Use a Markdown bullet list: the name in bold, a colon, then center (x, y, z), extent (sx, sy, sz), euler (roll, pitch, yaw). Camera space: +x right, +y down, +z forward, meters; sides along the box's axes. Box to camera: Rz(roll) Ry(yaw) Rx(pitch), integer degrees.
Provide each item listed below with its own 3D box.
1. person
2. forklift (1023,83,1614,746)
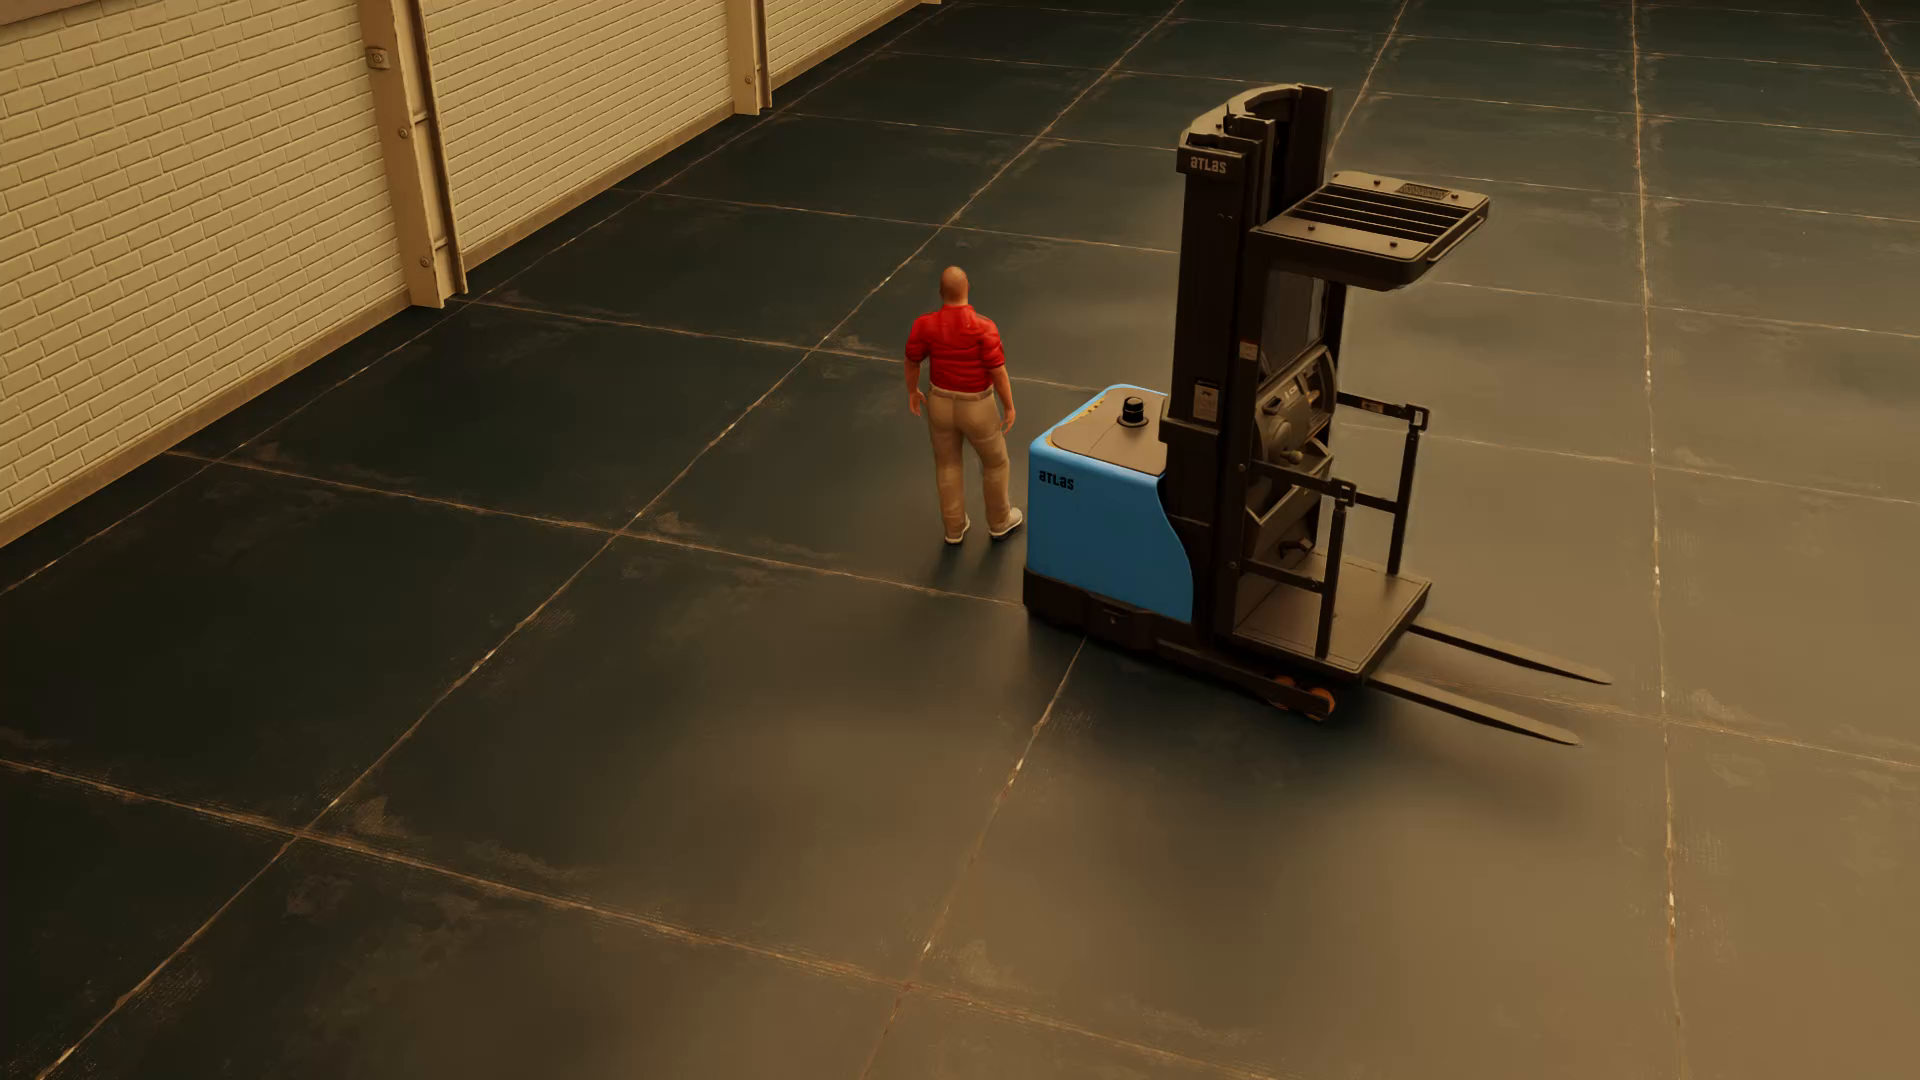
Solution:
- **person**: center (0.021, -0.818, 9.790), extent (0.669, 1.724, 0.521), euler (8, 31, 14)
- **forklift**: center (1.864, -0.653, 8.282), extent (3.031, 2.935, 1.130), euler (18, 34, 29)
